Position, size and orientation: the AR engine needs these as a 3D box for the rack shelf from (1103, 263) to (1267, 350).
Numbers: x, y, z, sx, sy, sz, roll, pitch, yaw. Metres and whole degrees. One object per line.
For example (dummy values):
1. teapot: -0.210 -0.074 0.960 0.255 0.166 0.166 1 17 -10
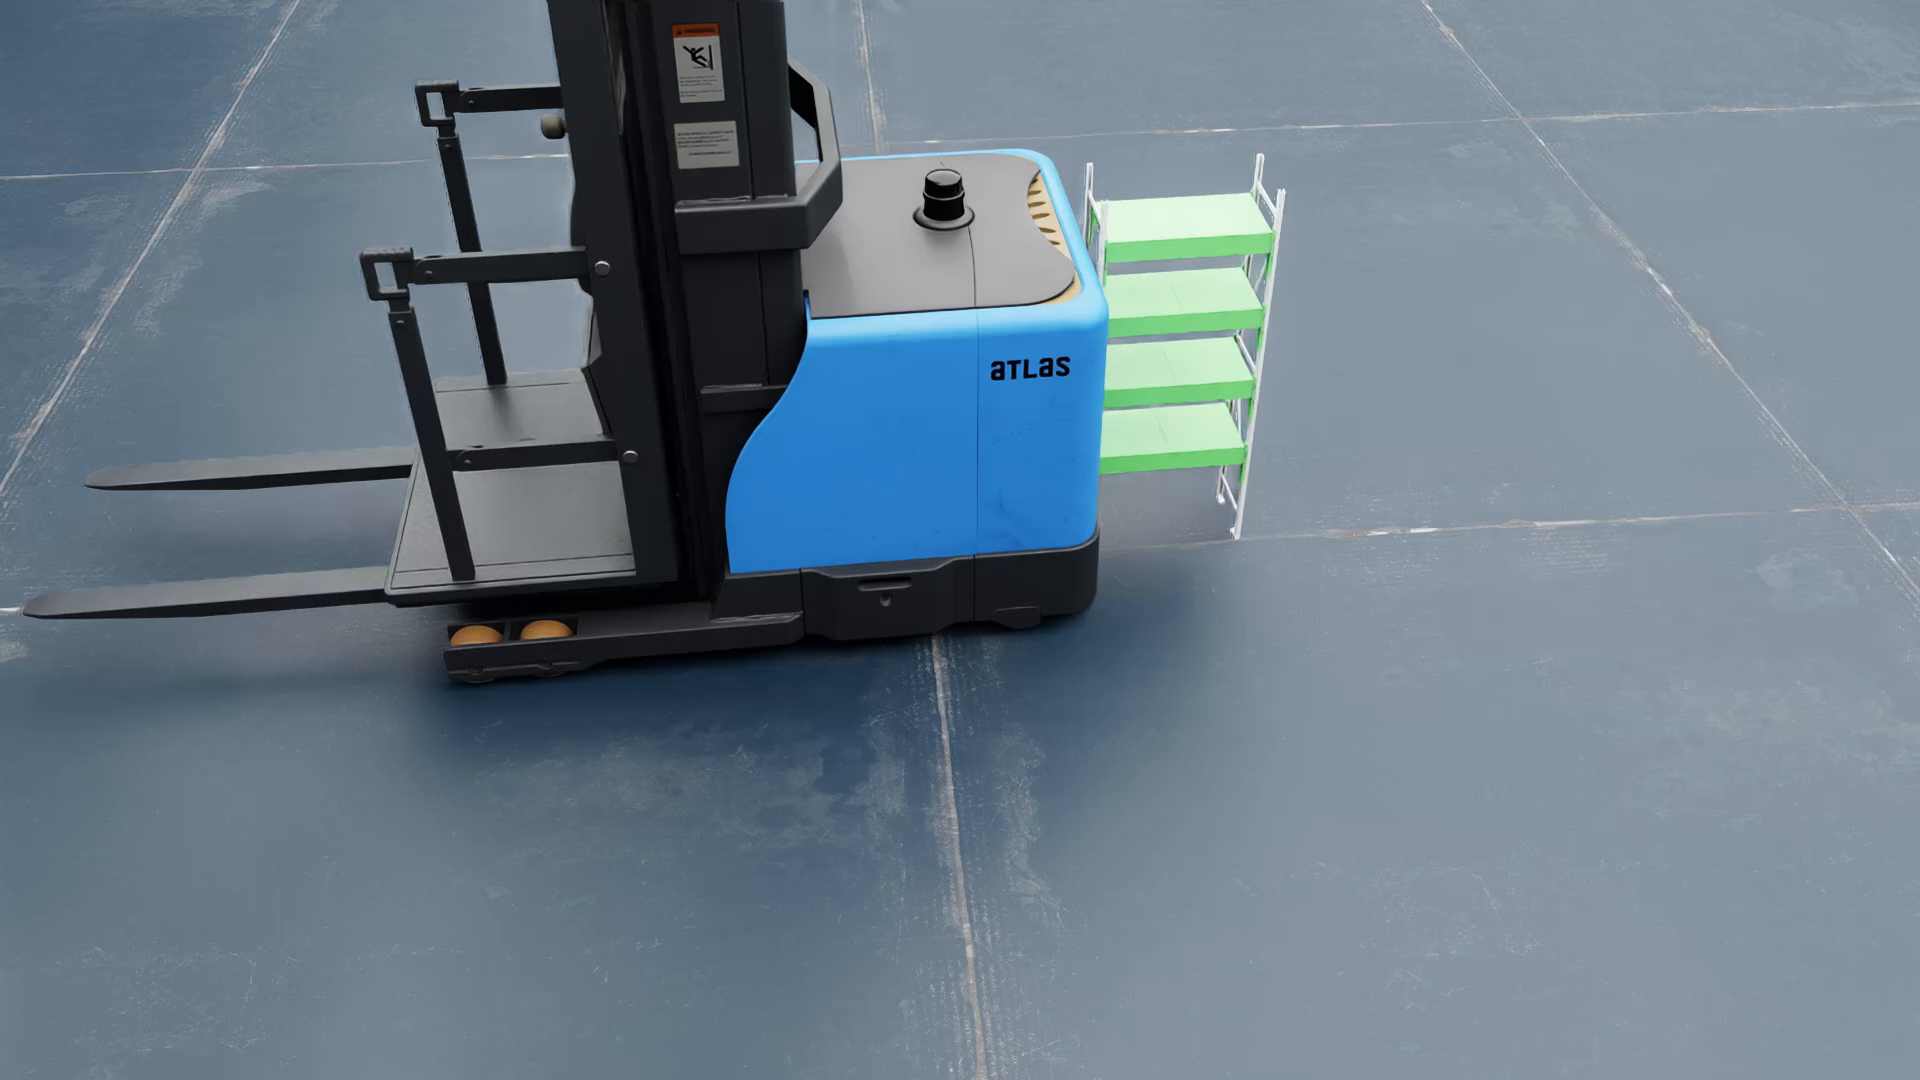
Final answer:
1. rack shelf: 0.618 -0.665 4.840 0.480 0.148 0.258 -4 38 -6

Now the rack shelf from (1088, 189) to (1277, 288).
1. rack shelf: 0.618 -0.853 4.691 0.480 0.148 0.258 -4 38 -6

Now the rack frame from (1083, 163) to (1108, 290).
1. rack frame: 0.376 -0.508 4.925 0.015 1.200 0.240 -4 38 -6

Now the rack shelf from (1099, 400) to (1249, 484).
1. rack shelf: 0.618 -0.288 5.137 0.480 0.148 0.258 -4 38 -6

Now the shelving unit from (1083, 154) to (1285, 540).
1. shelving unit: 0.618 -0.527 4.949 0.503 1.200 0.258 -4 38 -6

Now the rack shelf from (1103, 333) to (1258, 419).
1. rack shelf: 0.618 -0.476 4.988 0.480 0.148 0.258 -4 38 -6

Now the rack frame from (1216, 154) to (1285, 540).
1. rack frame: 0.861 -0.545 4.973 0.015 1.200 0.240 -4 38 -6

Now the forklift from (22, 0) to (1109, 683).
1. forklift: -1.152 -1.091 4.267 3.031 2.935 1.130 -4 38 -6
